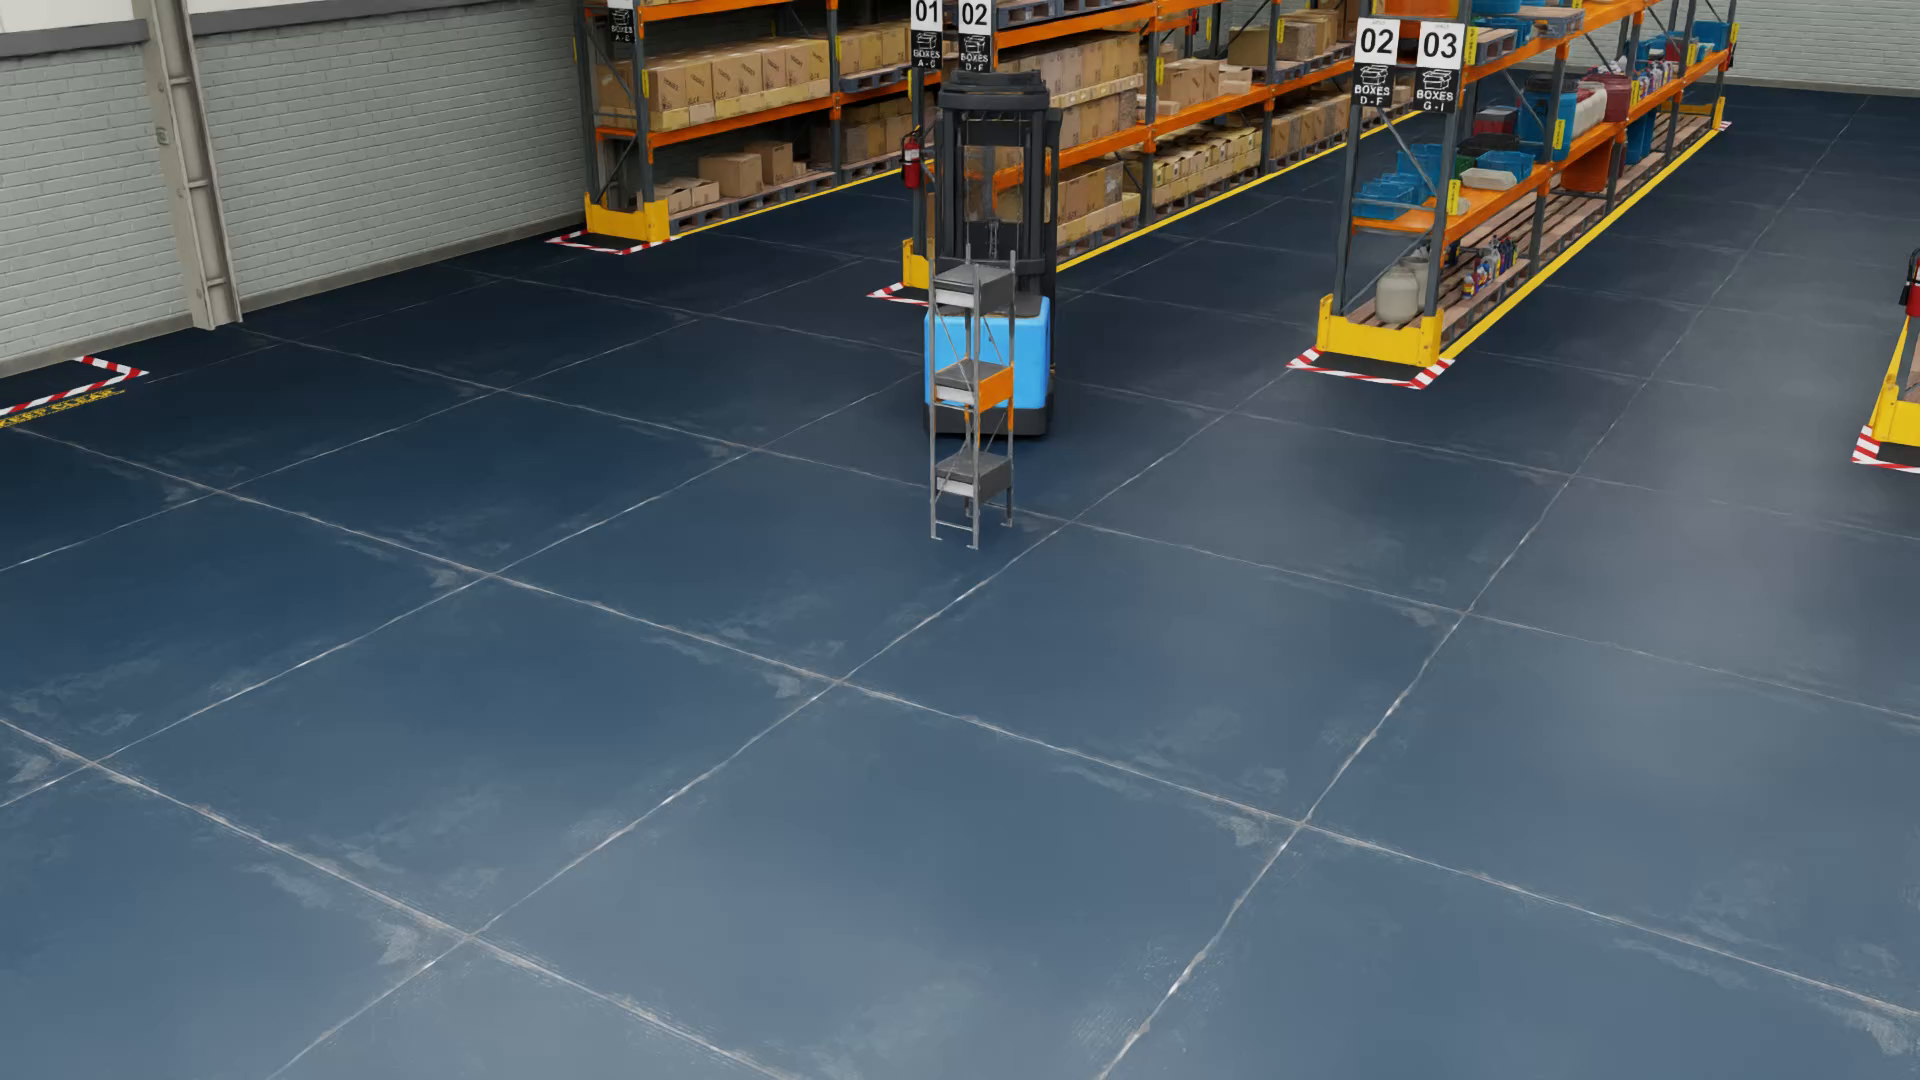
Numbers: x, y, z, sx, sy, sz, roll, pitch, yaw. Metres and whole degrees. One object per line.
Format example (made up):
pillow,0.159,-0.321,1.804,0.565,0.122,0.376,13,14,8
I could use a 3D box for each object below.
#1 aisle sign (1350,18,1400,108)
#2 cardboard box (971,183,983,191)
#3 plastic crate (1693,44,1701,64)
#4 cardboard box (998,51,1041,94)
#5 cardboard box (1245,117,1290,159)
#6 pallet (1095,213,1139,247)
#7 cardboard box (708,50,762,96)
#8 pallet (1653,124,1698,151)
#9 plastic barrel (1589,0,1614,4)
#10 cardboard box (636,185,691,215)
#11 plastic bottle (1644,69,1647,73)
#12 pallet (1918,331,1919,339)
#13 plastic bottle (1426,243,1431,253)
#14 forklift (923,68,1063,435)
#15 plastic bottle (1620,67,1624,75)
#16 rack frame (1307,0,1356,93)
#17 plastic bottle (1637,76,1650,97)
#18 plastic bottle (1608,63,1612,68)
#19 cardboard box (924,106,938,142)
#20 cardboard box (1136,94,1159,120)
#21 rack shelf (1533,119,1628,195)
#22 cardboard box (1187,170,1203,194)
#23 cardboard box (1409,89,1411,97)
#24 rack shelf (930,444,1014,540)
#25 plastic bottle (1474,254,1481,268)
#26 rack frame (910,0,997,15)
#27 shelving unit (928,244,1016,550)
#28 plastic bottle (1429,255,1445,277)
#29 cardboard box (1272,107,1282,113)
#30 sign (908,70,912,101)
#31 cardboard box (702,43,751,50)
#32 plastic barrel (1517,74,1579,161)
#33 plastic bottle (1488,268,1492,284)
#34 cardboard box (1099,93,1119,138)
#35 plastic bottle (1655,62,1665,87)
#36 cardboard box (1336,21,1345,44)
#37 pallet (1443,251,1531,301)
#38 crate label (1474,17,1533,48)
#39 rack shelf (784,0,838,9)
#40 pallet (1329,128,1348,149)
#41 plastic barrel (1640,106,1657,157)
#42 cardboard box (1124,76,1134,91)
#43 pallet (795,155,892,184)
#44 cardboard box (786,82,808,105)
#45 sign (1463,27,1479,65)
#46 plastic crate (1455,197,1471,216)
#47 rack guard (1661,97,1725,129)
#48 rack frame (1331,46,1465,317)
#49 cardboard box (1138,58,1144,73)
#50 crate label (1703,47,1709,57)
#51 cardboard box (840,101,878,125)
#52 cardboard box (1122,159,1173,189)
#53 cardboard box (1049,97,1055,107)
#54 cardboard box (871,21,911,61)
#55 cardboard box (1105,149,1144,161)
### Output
aisle sign,3.843,-4.416,15.402,0.394,0.787,0.004,14,27,29
cardboard box,0.472,-4.083,19.894,0.500,0.500,0.500,14,27,29
plastic crate,11.425,-7.685,26.299,0.437,0.282,0.530,14,27,29
cardboard box,0.485,-5.217,18.766,0.700,0.500,0.500,13,27,28
cardboard box,4.630,-6.073,25.094,0.500,0.500,0.500,15,28,31
pallet,1.582,-4.035,21.304,1.003,0.211,1.213,14,27,29
cardboard box,-2.967,-6.158,21.919,0.500,0.500,0.500,15,27,31
pallet,11.461,-6.625,27.287,1.003,0.211,1.213,14,27,29
plastic barrel,7.881,-6.720,20.395,0.301,0.262,0.301,0,23,0
cardboard box,-3.842,-4.443,21.569,0.500,0.311,0.500,11,26,23
plastic bottle,9.885,-6.656,24.011,0.097,0.271,0.097,0,23,0
pallet,10.127,-1.983,16.565,1.003,0.211,1.213,14,27,29
plastic bottle,5.243,-3.194,18.717,0.061,0.283,0.133,15,28,31
forklift,0.342,-2.781,14.985,1.130,2.935,3.031,2,24,5
plastic bottle,9.818,-6.924,24.718,0.097,0.201,0.097,0,23,0
rack frame,6.257,-8.274,27.587,1.000,3.000,0.127,14,27,29
plastic bottle,9.588,-6.374,23.355,0.152,0.276,0.135,14,27,29
plastic bottle,9.618,-6.942,24.673,0.097,0.271,0.097,0,23,0
cardboard box,-0.769,-6.612,26.341,0.700,0.500,0.500,14,27,29
cardboard box,2.260,-5.680,21.785,0.500,0.250,0.500,16,28,32
rack shelf,7.298,-4.880,20.651,1.077,0.370,4.000,14,27,29
cardboard box,3.002,-4.937,22.810,0.500,0.250,0.500,13,27,27
cardboard box,8.000,-8.173,30.366,0.380,0.166,0.250,14,27,29
rack shelf,0.087,-0.365,12.245,0.431,0.518,0.480,14,27,29
plastic bottle,5.697,-3.007,18.285,0.061,0.283,0.133,14,27,29
rack frame,-0.073,-6.977,17.040,1.000,3.000,0.127,14,27,29
shelving unit,0.087,-1.019,11.962,0.431,2.100,0.503,14,27,29
plastic bottle,5.280,-3.071,18.444,0.152,0.276,0.135,14,27,29
cardboard box,4.714,-6.518,26.124,0.500,0.500,0.500,13,27,27
sign,-0.526,-4.982,18.228,0.100,0.325,0.005,14,27,29
cardboard box,-3.142,-6.440,22.569,0.500,0.500,0.500,15,27,30
plastic barrel,6.705,-4.832,19.004,0.600,0.901,0.708,14,27,29
plastic bottle,5.749,-2.901,18.145,0.097,0.201,0.097,0,23,0
cardboard box,1.536,-5.289,20.567,0.700,0.500,0.500,14,27,28
plastic bottle,10.159,-6.771,24.177,0.144,0.351,0.185,14,27,29
cardboard box,6.303,-8.542,28.081,0.500,0.500,0.500,14,27,30
pallet,5.854,-3.037,19.000,1.003,0.211,1.213,14,27,29
crate label,5.402,-5.055,16.564,0.502,0.251,0.408,14,27,29
rack shelf,-1.118,-8.332,24.851,1.077,0.370,4.000,14,27,29
pallet,5.860,-6.712,27.489,1.003,0.211,1.213,14,27,29
plastic barrel,10.162,-6.284,25.104,0.600,0.901,0.708,14,27,29
cardboard box,1.944,-5.698,20.694,0.380,0.149,0.250,13,27,28
pallet,-1.764,-5.594,24.907,1.003,0.211,1.213,14,27,29
cardboard box,-2.435,-6.161,22.870,0.500,0.250,0.500,14,27,29
sign,4.599,-4.449,14.963,0.100,0.325,0.005,14,27,29
plastic crate,4.879,-3.298,16.425,0.298,0.136,0.250,14,27,29
rack guard,12.575,-7.449,28.827,1.175,0.500,0.348,14,27,29
rack frame,4.134,-3.185,15.831,1.000,3.000,0.127,14,27,29
cardboard box,3.069,-8.929,31.718,0.700,0.500,0.500,15,27,30
crate label,12.006,-7.984,27.174,0.396,0.136,0.243,14,27,29
cardboard box,-1.570,-6.411,24.932,0.500,0.250,0.500,13,27,28
cardboard box,2.467,-4.849,21.903,0.500,0.311,0.500,14,27,29
cardboard box,0.860,-5.004,19.090,0.380,0.149,0.250,13,27,27
cardboard box,-0.941,-7.623,25.403,0.700,0.500,0.500,14,27,29
cardboard box,2.276,-5.136,22.565,0.500,0.311,0.500,15,27,30
